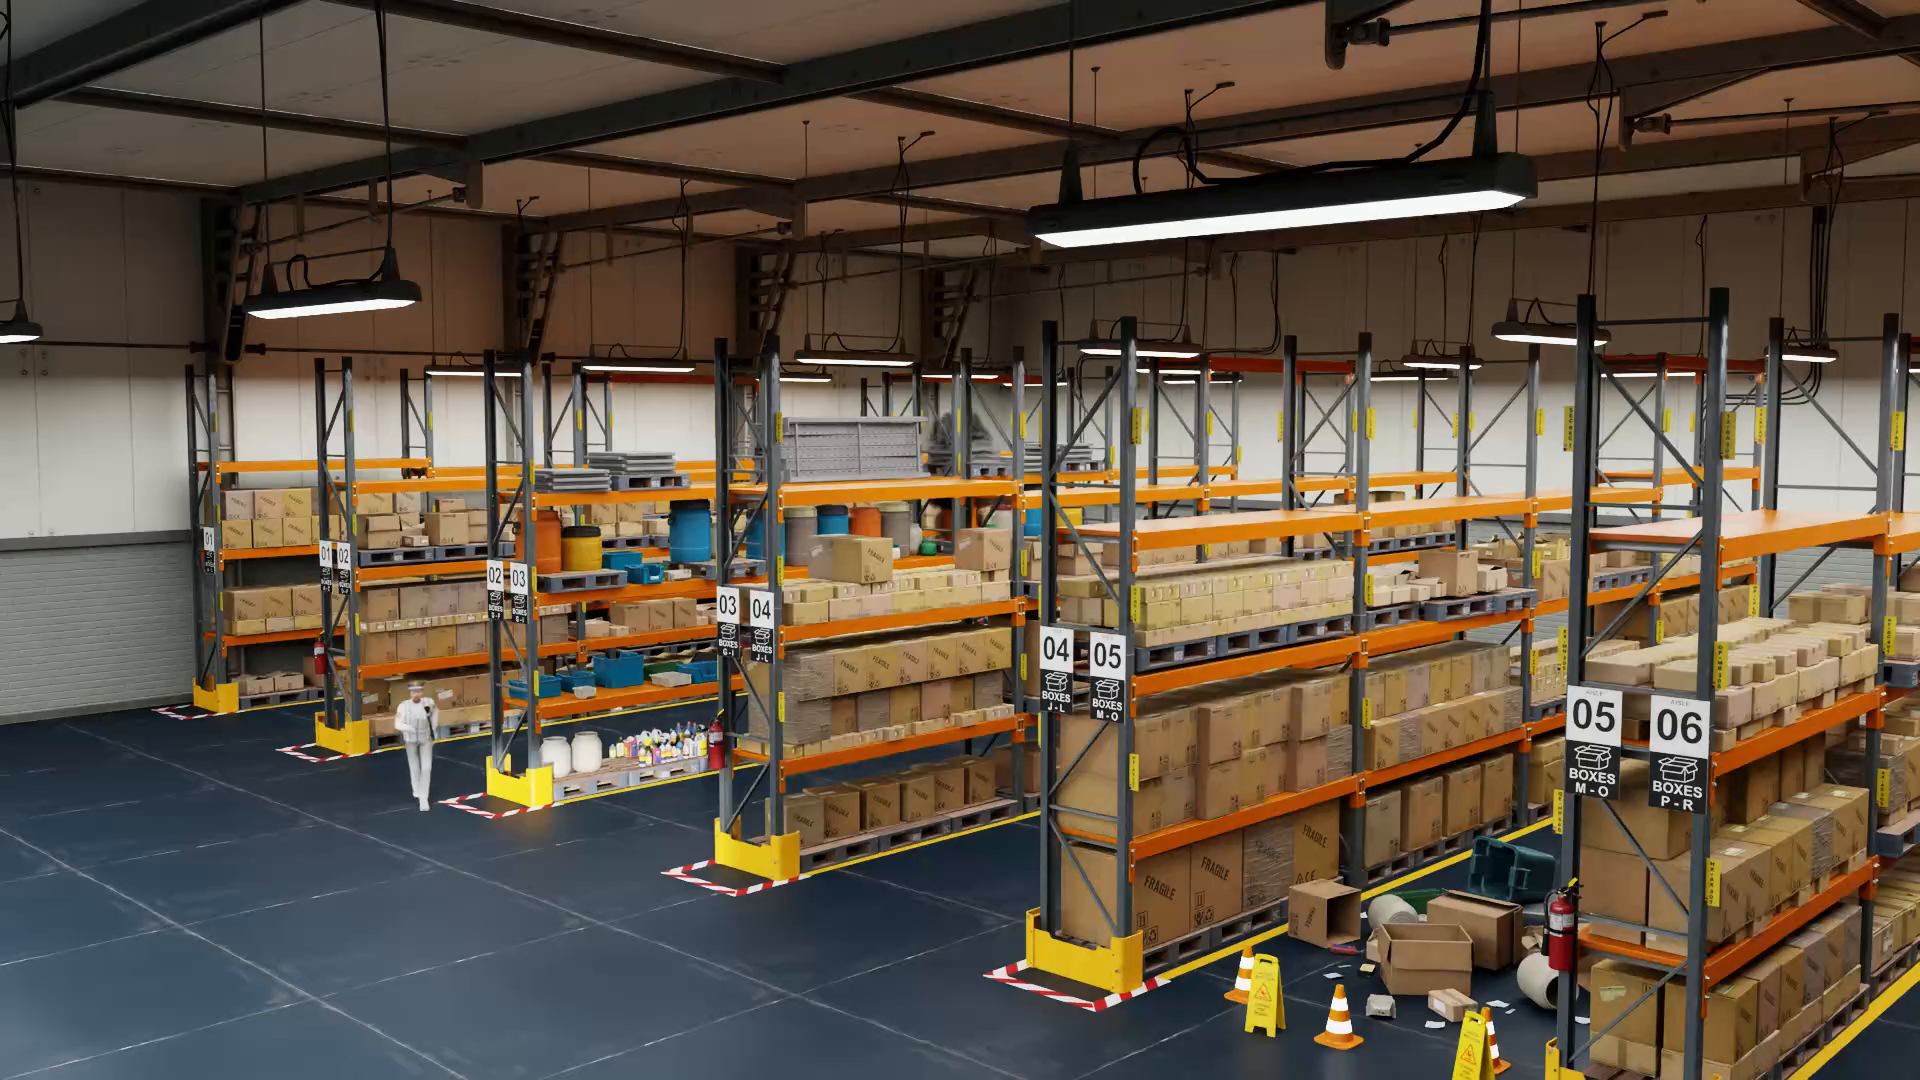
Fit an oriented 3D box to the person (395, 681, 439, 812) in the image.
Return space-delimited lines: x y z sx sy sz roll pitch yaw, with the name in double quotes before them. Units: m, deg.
"person" -7.125 2.656 21.848 0.528 1.696 0.902 -1 5 -14
